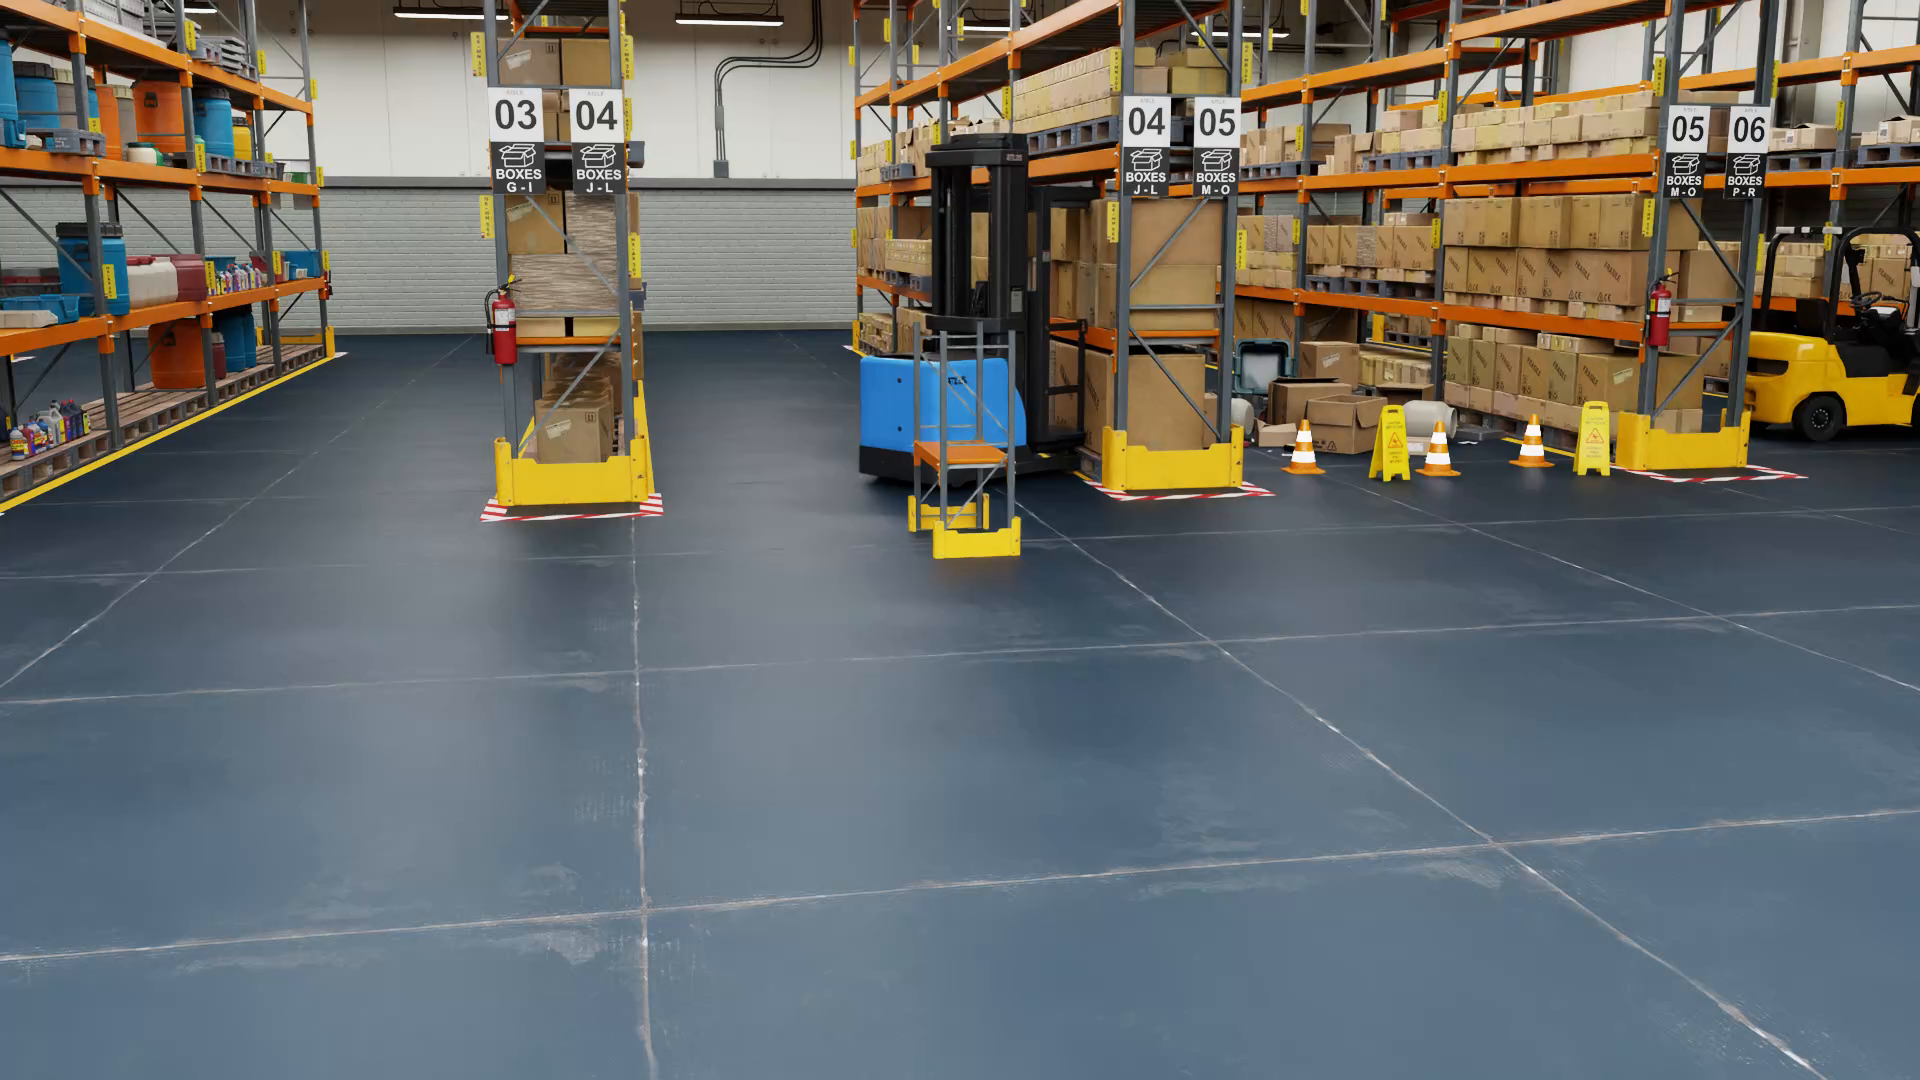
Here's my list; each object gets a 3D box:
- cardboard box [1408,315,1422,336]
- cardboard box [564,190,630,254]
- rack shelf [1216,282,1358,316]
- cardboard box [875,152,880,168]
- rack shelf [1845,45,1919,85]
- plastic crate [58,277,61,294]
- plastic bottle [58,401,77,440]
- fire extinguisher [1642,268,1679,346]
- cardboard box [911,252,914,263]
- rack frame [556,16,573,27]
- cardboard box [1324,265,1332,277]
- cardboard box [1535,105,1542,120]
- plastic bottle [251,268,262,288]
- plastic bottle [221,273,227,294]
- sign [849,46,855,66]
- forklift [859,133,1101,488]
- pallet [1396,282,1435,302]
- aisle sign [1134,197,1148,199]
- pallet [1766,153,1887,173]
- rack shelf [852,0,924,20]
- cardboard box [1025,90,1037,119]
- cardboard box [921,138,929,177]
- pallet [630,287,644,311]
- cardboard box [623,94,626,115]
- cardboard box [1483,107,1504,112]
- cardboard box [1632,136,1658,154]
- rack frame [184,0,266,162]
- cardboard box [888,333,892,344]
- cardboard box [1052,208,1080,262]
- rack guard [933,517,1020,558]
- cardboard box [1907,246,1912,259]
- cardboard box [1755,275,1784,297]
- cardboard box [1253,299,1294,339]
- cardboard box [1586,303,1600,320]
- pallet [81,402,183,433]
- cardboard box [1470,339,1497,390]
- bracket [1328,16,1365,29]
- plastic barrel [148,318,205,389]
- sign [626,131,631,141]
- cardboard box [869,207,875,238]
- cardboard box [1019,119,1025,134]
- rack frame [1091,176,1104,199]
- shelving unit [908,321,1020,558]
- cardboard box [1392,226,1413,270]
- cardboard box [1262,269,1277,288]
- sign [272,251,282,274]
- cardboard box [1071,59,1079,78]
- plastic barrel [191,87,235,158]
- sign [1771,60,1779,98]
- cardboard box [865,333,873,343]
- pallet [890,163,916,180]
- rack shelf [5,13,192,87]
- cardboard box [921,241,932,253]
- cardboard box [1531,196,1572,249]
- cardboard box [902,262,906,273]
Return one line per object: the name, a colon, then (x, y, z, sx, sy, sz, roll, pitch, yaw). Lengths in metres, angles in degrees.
cardboard box: (8.541, -3.960, 30.041, 0.700, 0.500, 0.500, -2, 11, -9)
cardboard box: (-2.929, -2.576, 13.473, 0.500, 0.500, 0.500, -2, 11, -11)
rack shelf: (4.686, -3.620, 24.619, 1.077, 0.370, 4.000, -2, 11, -11)
cardboard box: (-1.074, -6.054, 26.524, 0.500, 0.250, 0.500, -2, 11, -9)
rack shelf: (11.110, -5.085, 17.338, 1.077, 0.370, 4.000, -2, 11, -11)
plastic crate: (-9.246, -2.516, 16.935, 0.392, 0.384, 0.575, -2, 11, -11)
plastic bottle: (-8.281, -1.105, 15.386, 0.144, 0.351, 0.185, -3, 11, -14)
fire extinguisher: (6.201, -2.064, 14.724, 0.296, 0.674, 0.183, -2, 11, -11)
cardboard box: (-0.459, -3.854, 22.678, 0.380, 0.149, 0.250, -2, 11, -11)
rack frame: (-6.202, -7.661, 27.879, 1.000, 3.000, 0.127, -2, 11, -11)
cardboard box: (4.986, -3.518, 21.708, 0.380, 0.149, 0.250, -3, 11, -15)
cardboard box: (5.978, -4.263, 16.590, 0.380, 0.149, 0.250, -2, 11, -10)
plastic bottle: (-9.888, -3.679, 23.333, 0.152, 0.276, 0.135, -2, 11, -11)
plastic bottle: (-9.447, -3.286, 21.283, 0.097, 0.271, 0.097, 0, 11, 0)
sign: (-1.849, -8.301, 28.531, 0.100, 0.325, 0.005, -2, 11, -11)
forklift: (0.544, -2.082, 14.797, 3.031, 2.935, 1.130, -10, 15, -43)
pallet: (5.847, -2.924, 19.552, 1.003, 0.211, 1.213, -2, 11, -11)
aisle sign: (3.221, -6.354, 30.104, 0.394, 0.787, 0.004, -2, 11, -11)
pallet: (10.537, -4.595, 20.307, 0.805, 0.209, 1.217, -3, 11, -13)
rack shelf: (-0.928, -8.735, 26.558, 1.077, 0.370, 4.000, -2, 11, -11)
cardboard box: (0.937, -4.284, 16.373, 0.500, 0.250, 0.500, -2, 11, -11)
cardboard box: (-0.231, -5.118, 22.272, 0.500, 0.500, 0.500, -2, 11, -11)
pallet: (-3.874, -2.564, 17.659, 1.003, 0.211, 1.213, -2, 11, -11)
cardboard box: (-2.872, -3.485, 13.296, 0.380, 0.149, 0.250, -2, 11, -10)
cardboard box: (6.026, -4.938, 19.535, 0.500, 0.250, 0.500, -2, 11, -12)
cardboard box: (6.287, -3.545, 14.949, 0.380, 0.149, 0.250, -2, 11, -11)
rack frame: (-10.282, -6.747, 23.078, 1.000, 3.000, 0.127, -2, 11, -11)
cardboard box: (-0.912, -3.140, 25.878, 0.380, 0.149, 0.250, -2, 11, -10)
cardboard box: (1.357, -2.912, 15.686, 0.875, 0.550, 0.500, -2, 11, -11)
rack guard: (0.112, -0.017, 11.120, 0.587, 0.250, 0.087, -2, 11, -11)
cardboard box: (10.680, -3.164, 18.294, 0.380, 0.149, 0.250, -2, 11, -12)
cardboard box: (10.263, -3.156, 20.655, 0.500, 0.250, 0.500, -2, 11, -11)
cardboard box: (4.853, -3.063, 24.325, 0.875, 0.875, 0.875, -2, 11, -10)
cardboard box: (6.161, -2.167, 15.732, 0.380, 0.149, 0.250, -2, 11, -12)
pallet: (-9.158, -1.330, 18.118, 1.003, 0.211, 1.213, -2, 11, -11)
cardboard box: (5.819, -1.881, 17.784, 0.500, 0.500, 0.500, -2, 11, -9)
bracket: (7.775, -11.074, 36.182, 0.076, 0.066, 5.218, -2, 11, -11)
plastic barrel: (-9.616, -2.296, 20.416, 0.600, 0.830, 0.708, -2, 11, -11)
sign: (-4.113, -4.993, 20.504, 0.100, 0.325, 0.005, -2, 11, -11)
cardboard box: (-1.204, -5.188, 27.195, 0.500, 0.500, 0.500, -2, 11, -13)
cardboard box: (0.807, -4.154, 16.756, 0.380, 0.149, 0.250, -2, 11, -11)
rack frame: (1.017, -2.675, 17.727, 1.000, 3.000, 0.127, -2, 11, -11)
shelving unit: (0.015, -0.723, 11.483, 0.587, 1.500, 1.083, -2, 11, -11)
cardboard box: (5.440, -3.442, 19.572, 0.500, 0.500, 0.500, -2, 11, -11)
cardboard box: (4.607, -3.710, 23.565, 0.500, 0.250, 0.500, -2, 11, -10)
sign: (-9.742, -3.956, 23.716, 0.100, 0.325, 0.005, -2, 11, -11)
cardboard box: (1.201, -4.174, 14.730, 0.380, 0.149, 0.250, -2, 11, -11)
plastic barrel: (-9.800, -5.419, 21.657, 0.600, 0.901, 0.708, -2, 11, -11)
sign: (7.163, -4.062, 14.657, 0.100, 0.325, 0.005, -2, 11, -11)
cardboard box: (-1.400, -3.432, 28.209, 0.380, 0.149, 0.250, -2, 11, -10)
pallet: (-0.318, -5.216, 23.559, 1.213, 0.211, 1.003, -2, 11, -11)
rack shelf: (-9.115, -5.097, 17.401, 1.077, 0.370, 4.000, -2, 11, -11)
cardboard box: (-0.306, -3.857, 21.894, 0.380, 0.149, 0.250, -3, 11, -13)
cardboard box: (6.026, -3.095, 16.196, 0.700, 0.500, 0.500, -2, 11, -12)
cardboard box: (-0.608, -3.850, 23.452, 0.380, 0.149, 0.250, -3, 11, -14)
